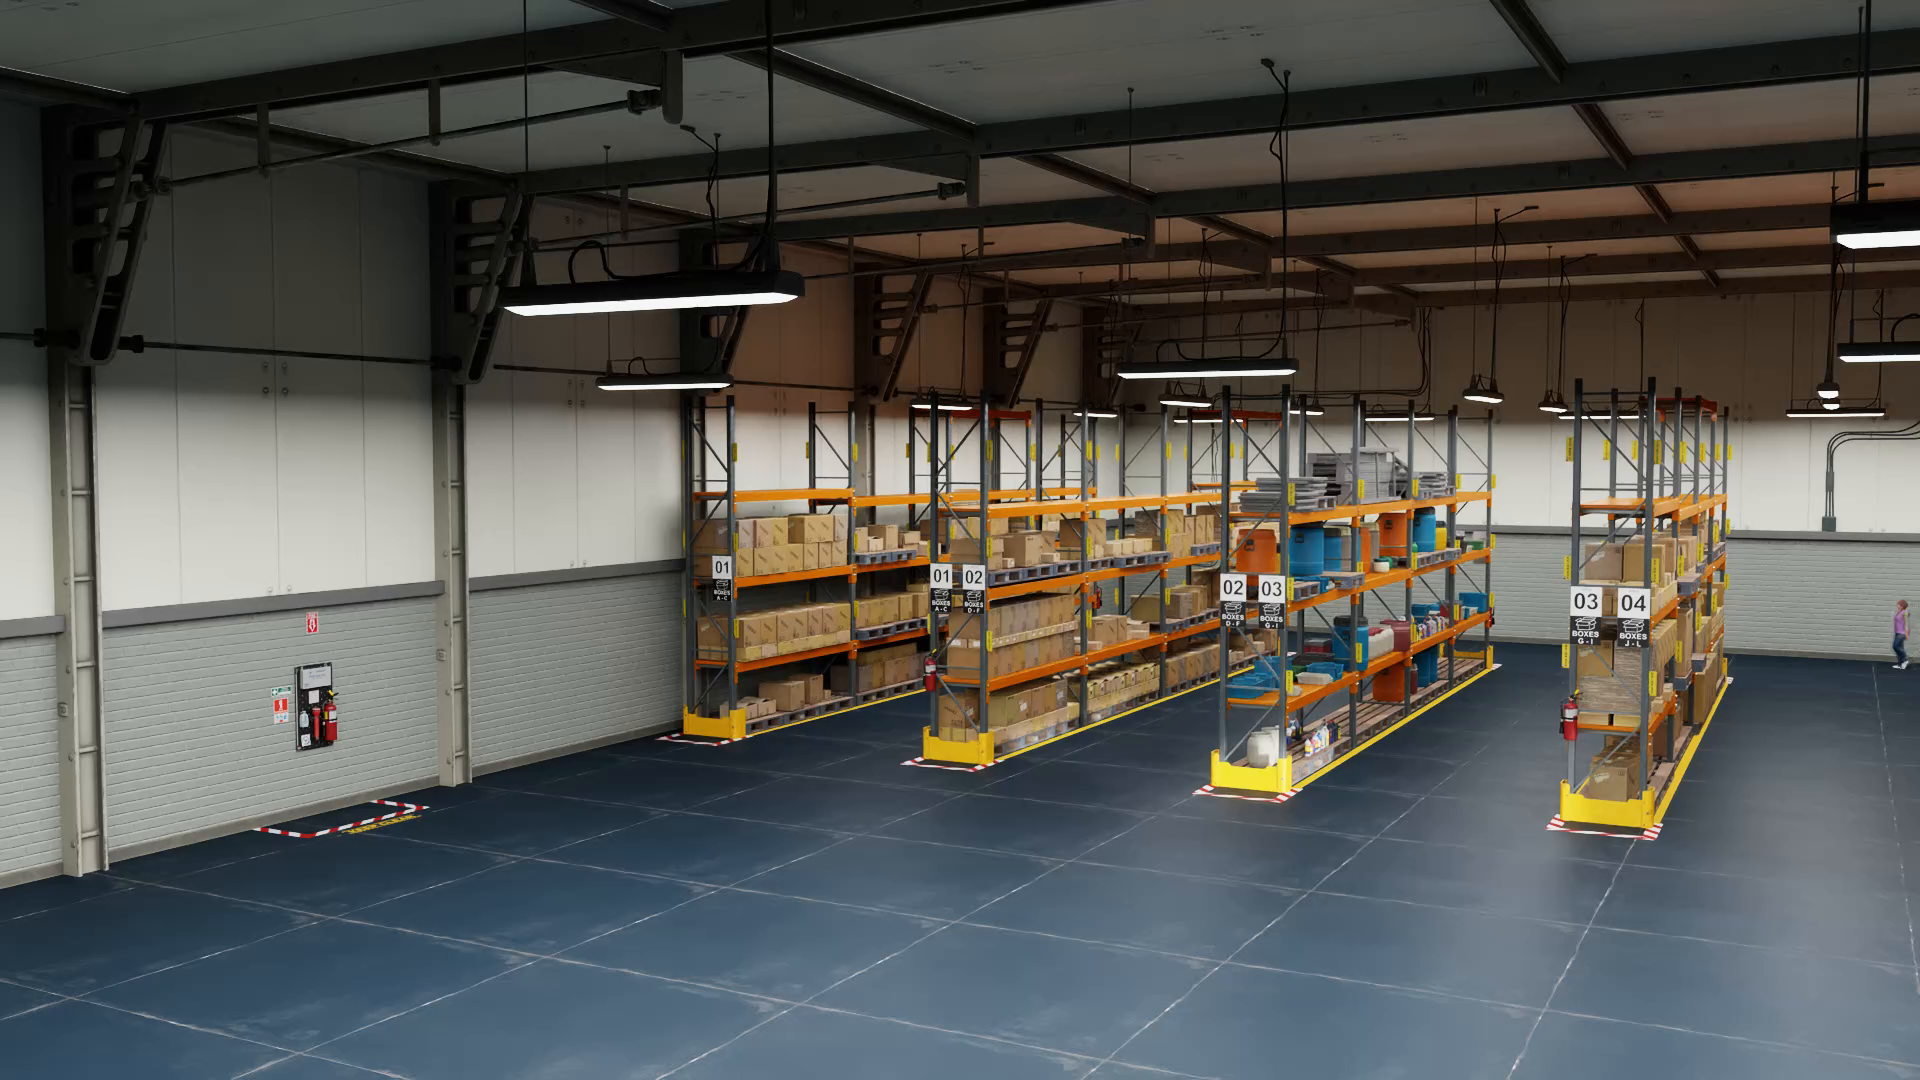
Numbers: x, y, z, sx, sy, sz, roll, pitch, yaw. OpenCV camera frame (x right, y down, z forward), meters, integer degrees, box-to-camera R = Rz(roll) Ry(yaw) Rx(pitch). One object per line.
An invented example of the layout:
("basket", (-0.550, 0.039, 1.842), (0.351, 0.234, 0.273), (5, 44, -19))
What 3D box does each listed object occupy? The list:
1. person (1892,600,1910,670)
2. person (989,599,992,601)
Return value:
("person", (21.690, 2.182, 38.369), (0.403, 1.615, 0.419), (1, 3, 10))
("person", (0.656, 1.951, 35.591), (0.403, 1.854, 0.626), (1, 3, 17))
